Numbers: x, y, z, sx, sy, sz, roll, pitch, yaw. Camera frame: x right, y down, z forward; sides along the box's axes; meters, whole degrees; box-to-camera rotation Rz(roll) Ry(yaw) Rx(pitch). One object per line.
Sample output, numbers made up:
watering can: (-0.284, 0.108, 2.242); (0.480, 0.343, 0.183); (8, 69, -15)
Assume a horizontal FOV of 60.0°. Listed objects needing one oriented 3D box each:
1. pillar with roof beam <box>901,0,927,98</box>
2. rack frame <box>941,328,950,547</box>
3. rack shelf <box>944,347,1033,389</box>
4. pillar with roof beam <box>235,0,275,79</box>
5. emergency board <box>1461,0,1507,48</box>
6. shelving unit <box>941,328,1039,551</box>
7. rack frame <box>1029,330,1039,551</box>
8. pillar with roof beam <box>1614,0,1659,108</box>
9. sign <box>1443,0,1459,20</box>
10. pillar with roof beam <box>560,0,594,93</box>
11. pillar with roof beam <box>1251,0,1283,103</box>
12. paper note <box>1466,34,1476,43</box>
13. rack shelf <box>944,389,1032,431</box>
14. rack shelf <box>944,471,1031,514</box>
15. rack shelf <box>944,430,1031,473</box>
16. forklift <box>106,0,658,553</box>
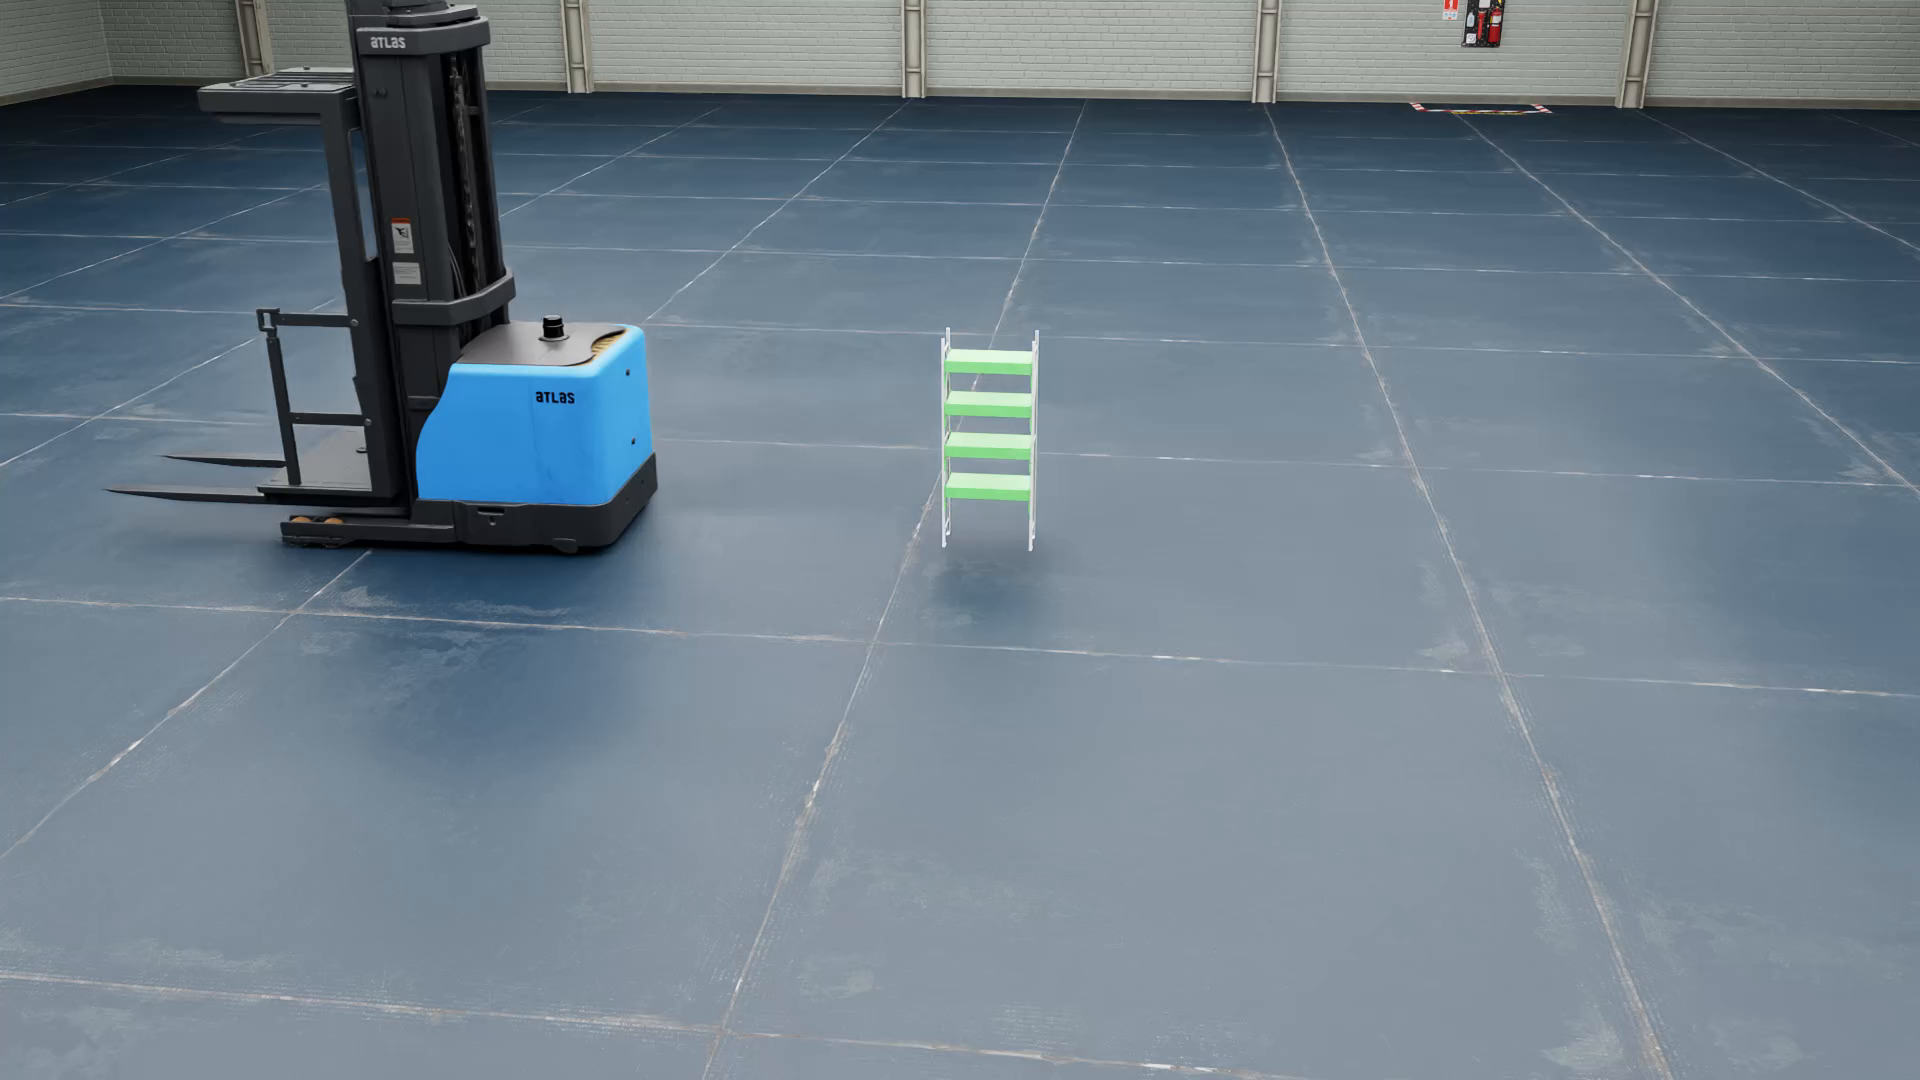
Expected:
pillar with roof beam: (-1.299, -10.341, 23.357); (0.400, 9.000, 9.100); (2, 22, 6)
rack frame: (-0.078, -0.561, 9.228); (0.015, 1.200, 0.240); (2, 22, 6)
rack shelf: (0.164, -0.938, 9.048); (0.480, 0.148, 0.258); (2, 22, 6)
pillar with roof beam: (-13.215, -10.860, 24.670); (0.400, 9.000, 9.100); (2, 22, 6)
emergency board: (8.675, -8.724, 27.428); (0.643, 1.169, 0.194); (2, 22, 6)
shelving unit: (0.164, -0.551, 9.201); (0.503, 1.200, 0.258); (2, 22, 6)
rack frame: (0.407, -0.540, 9.174); (0.015, 1.200, 0.240); (2, 22, 6)
pillar with roof beam: (10.618, -9.822, 22.044); (0.400, 9.000, 9.100); (2, 22, 6)
sign: (8.138, -8.803, 27.577); (0.234, 0.329, 0.001); (2, 22, 6)
pillar with roof beam: (-7.257, -10.601, 24.013); (0.400, 9.000, 9.100); (2, 22, 6)
pillar with roof beam: (4.660, -10.081, 22.700); (0.400, 9.000, 9.100); (2, 22, 6)
paper note: (8.508, -8.348, 27.673); (0.142, 0.148, 0.016); (2, 22, 6)
rack shelf: (0.164, -0.715, 9.136); (0.480, 0.148, 0.258); (2, 22, 6)
rack shelf: (0.164, -0.268, 9.313); (0.480, 0.148, 0.258); (2, 22, 6)
rack shelf: (0.164, -0.491, 9.225); (0.480, 0.148, 0.258); (2, 22, 6)
forklift: (-3.375, -1.506, 9.263); (3.031, 2.935, 1.130); (2, 22, 6)
